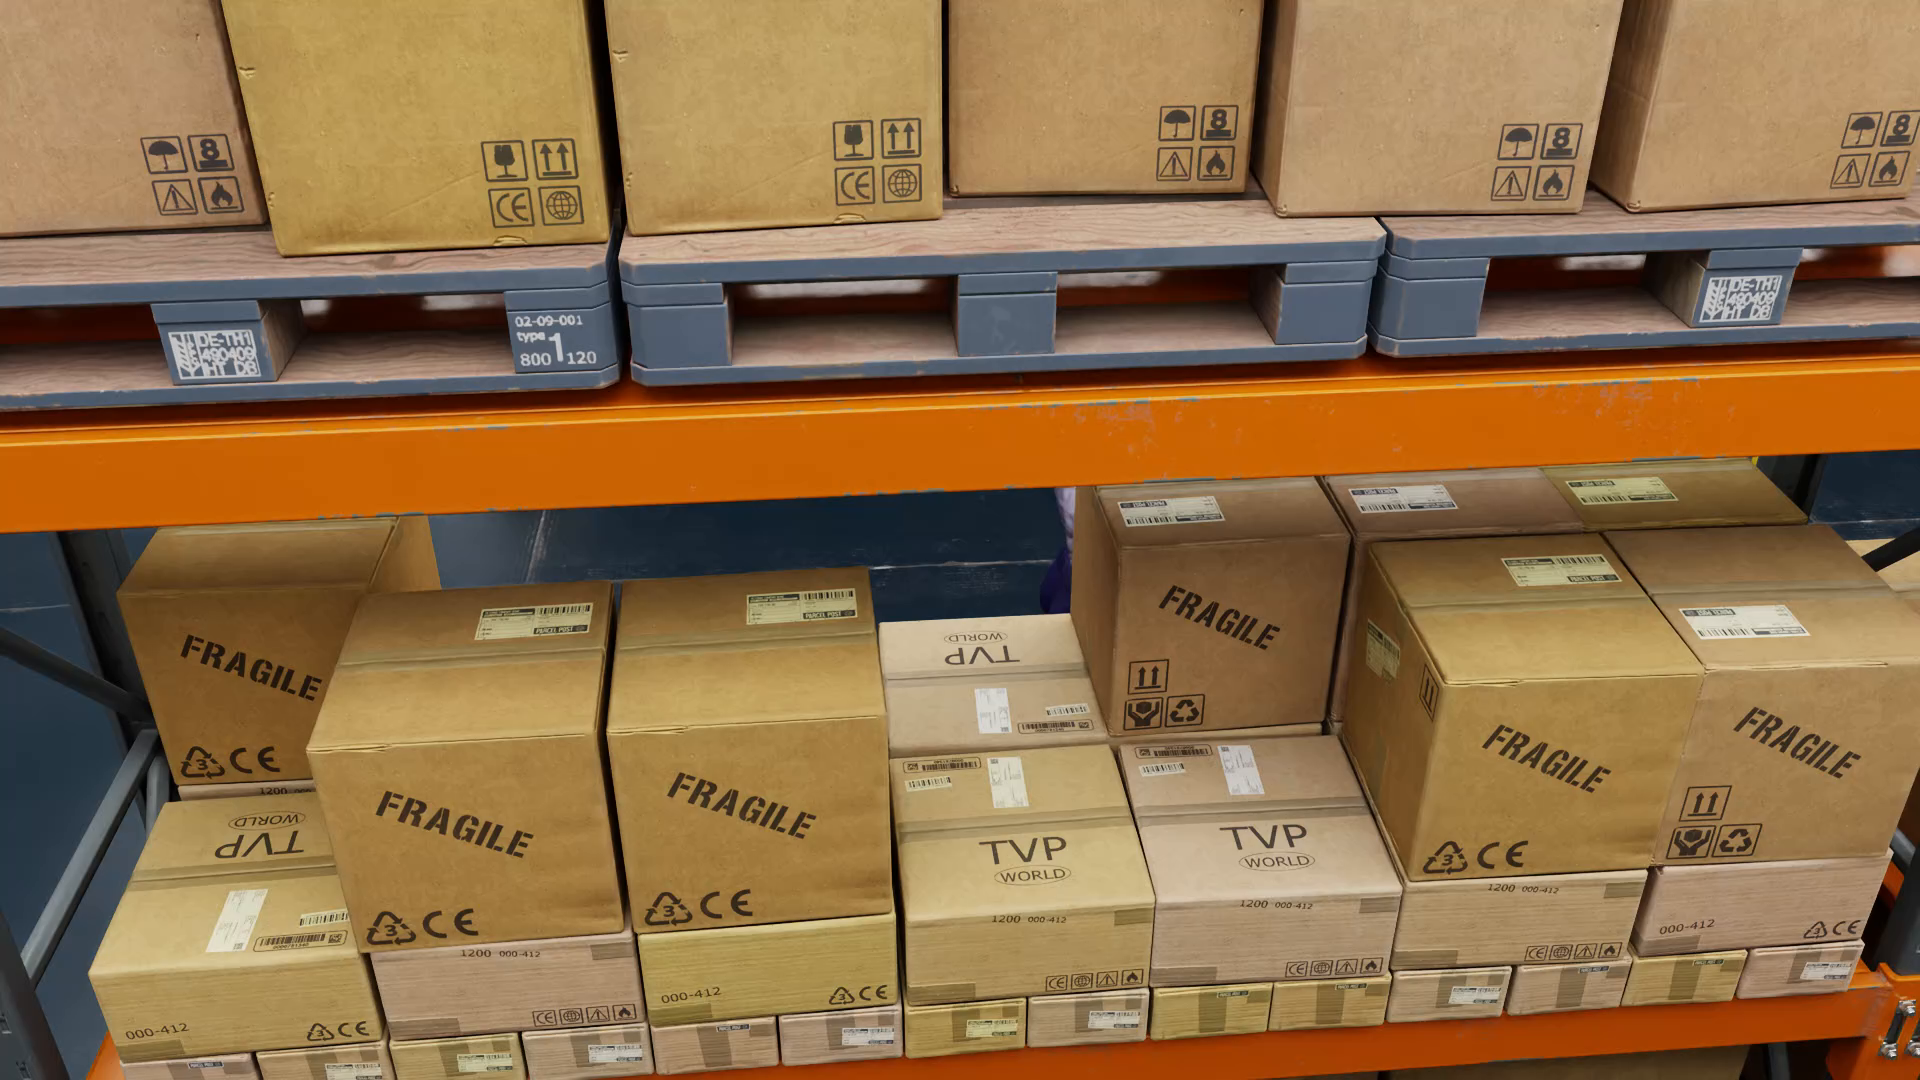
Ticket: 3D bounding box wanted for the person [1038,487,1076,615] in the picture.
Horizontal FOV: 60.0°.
[{"bbox_3d":[0.444,0.254,5.748,0.338,1.639,0.476,-2,31,-4],"label":"person"}]
